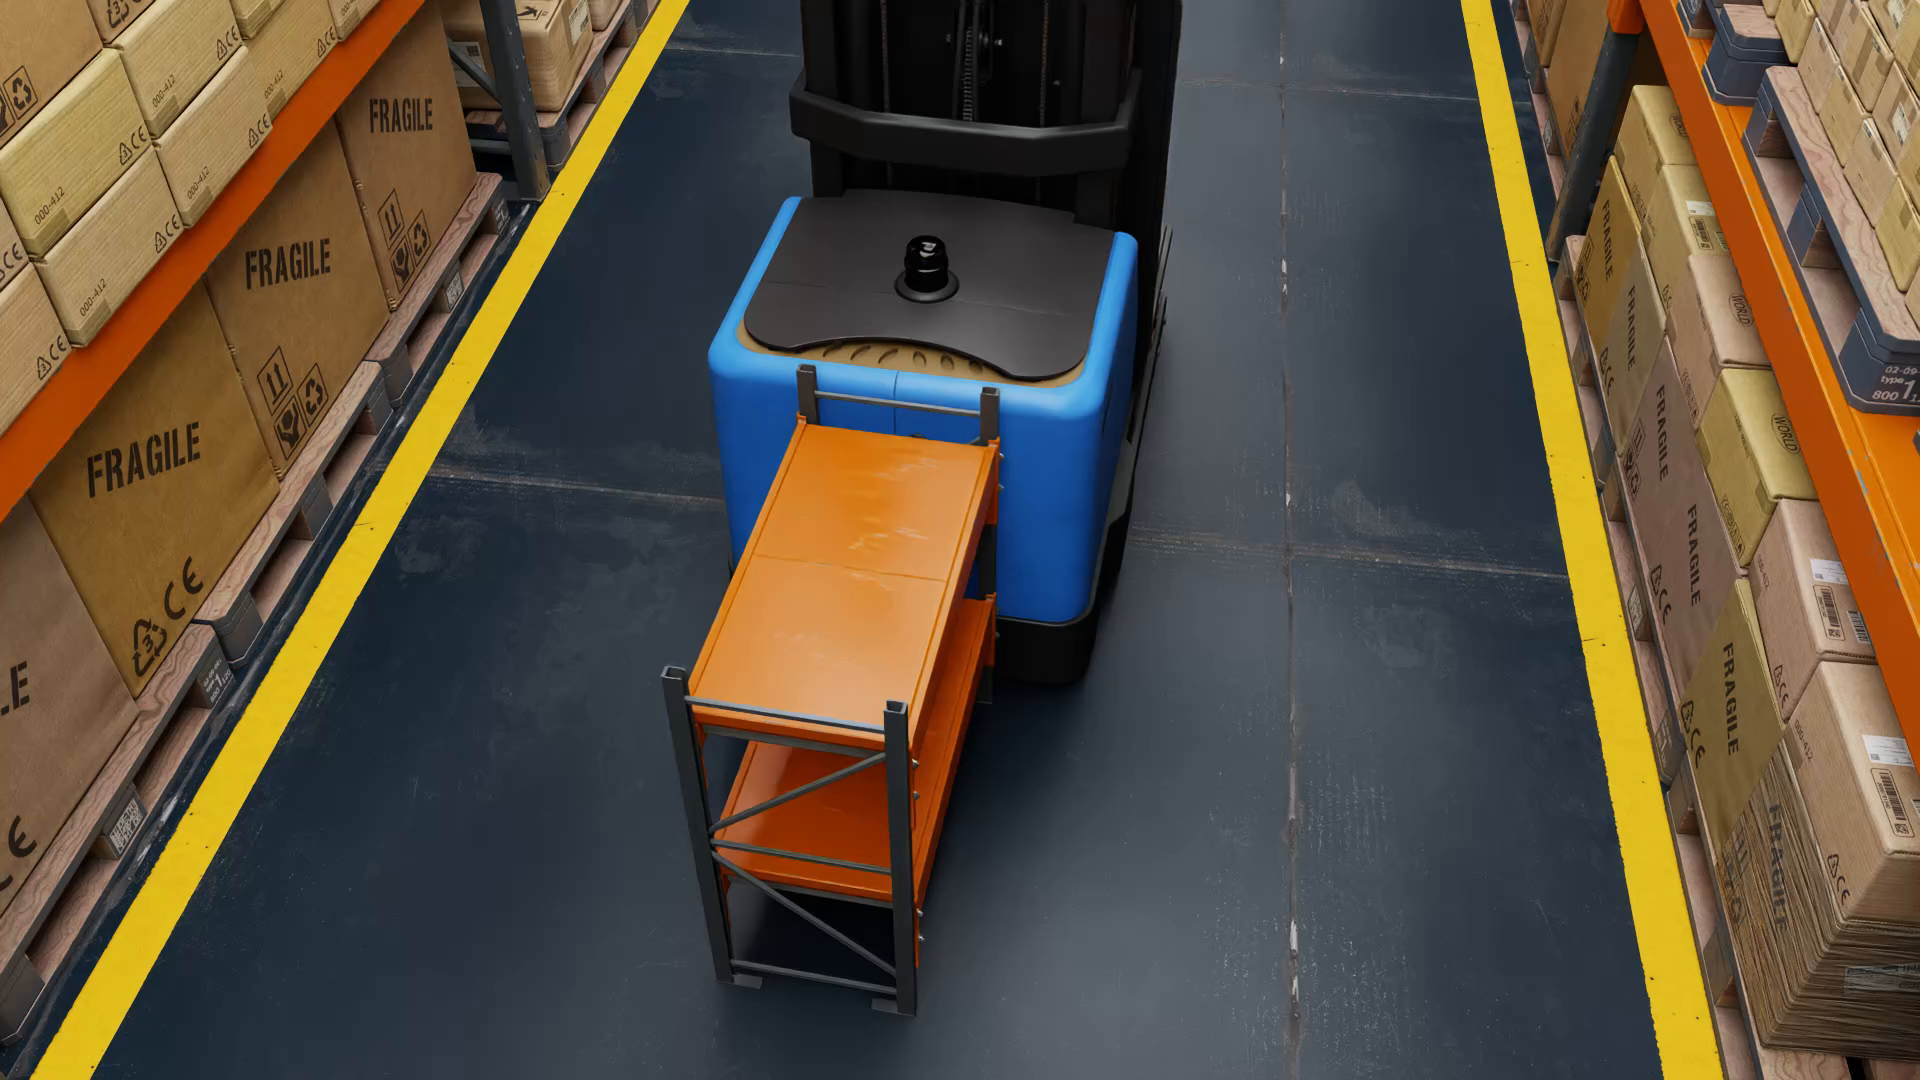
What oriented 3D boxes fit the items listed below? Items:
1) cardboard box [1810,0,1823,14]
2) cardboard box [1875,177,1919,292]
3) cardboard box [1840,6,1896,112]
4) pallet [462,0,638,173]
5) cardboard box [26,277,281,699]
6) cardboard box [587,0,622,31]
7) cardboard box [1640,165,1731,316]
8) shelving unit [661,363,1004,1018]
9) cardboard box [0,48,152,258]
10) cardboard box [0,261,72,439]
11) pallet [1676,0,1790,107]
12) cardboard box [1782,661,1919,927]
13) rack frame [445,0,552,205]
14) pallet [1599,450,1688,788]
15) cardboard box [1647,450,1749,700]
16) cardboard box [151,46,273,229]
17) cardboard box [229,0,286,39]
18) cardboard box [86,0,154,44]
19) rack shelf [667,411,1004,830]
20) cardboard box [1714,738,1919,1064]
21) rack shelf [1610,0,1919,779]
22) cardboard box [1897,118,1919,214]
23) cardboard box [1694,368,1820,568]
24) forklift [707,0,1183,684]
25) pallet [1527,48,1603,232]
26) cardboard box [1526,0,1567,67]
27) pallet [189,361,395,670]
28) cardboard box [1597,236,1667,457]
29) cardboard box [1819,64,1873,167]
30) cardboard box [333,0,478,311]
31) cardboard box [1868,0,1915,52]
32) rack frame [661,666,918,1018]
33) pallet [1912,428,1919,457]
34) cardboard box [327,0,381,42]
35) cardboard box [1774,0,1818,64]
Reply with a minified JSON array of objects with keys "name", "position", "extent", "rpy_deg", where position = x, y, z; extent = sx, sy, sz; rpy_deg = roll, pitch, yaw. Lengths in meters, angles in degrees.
[{"name":"cardboard box","position":[2.394,-1.461,4.272],"extent":[0.380,0.149,0.250],"rpy_deg":[5,44,6]},{"name":"cardboard box","position":[2.252,-0.654,3.637],"extent":[0.380,0.149,0.250],"rpy_deg":[7,44,7]},{"name":"cardboard box","position":[2.324,-1.123,3.915],"extent":[0.380,0.149,0.250],"rpy_deg":[5,44,5]},{"name":"pallet","position":[-2.060,-2.043,7.254],"extent":[1.003,0.211,1.213],"rpy_deg":[5,44,6]},{"name":"cardboard box","position":[-2.579,-0.224,4.545],"extent":[0.875,0.875,0.875],"rpy_deg":[6,44,7]},{"name":"cardboard box","position":[-1.990,-2.609,7.430],"extent":[0.950,0.372,0.625],"rpy_deg":[4,44,5]},{"name":"cardboard box","position":[2.357,-0.866,4.950],"extent":[0.500,0.250,0.500],"rpy_deg":[5,44,5]},{"name":"shelving unit","position":[-0.251,0.362,4.049],"extent":[0.538,1.125,1.048],"rpy_deg":[8,44,8]},{"name":"cardboard box","position":[-2.222,-0.898,3.762],"extent":[0.500,0.250,0.500],"rpy_deg":[6,44,6]},{"name":"cardboard box","position":[-2.307,-0.371,3.570],"extent":[0.500,0.250,0.500],"rpy_deg":[4,44,4]},{"name":"pallet","position":[2.767,-1.577,4.874],"extent":[1.213,0.211,1.003],"rpy_deg":[5,44,6]},{"name":"cardboard box","position":[2.074,0.536,3.469],"extent":[0.500,0.250,0.500],"rpy_deg":[4,44,4]},{"name":"rack frame","position":[-2.165,-2.523,5.733],"extent":[1.000,3.000,0.127],"rpy_deg":[5,44,6]},{"name":"pallet","position":[2.487,0.232,4.852],"extent":[1.003,0.211,1.213],"rpy_deg":[5,44,6]},{"name":"cardboard box","position":[2.215,0.113,4.462],"extent":[0.500,0.500,0.500],"rpy_deg":[4,44,5]},{"name":"cardboard box","position":[-2.148,-1.059,4.296],"extent":[0.500,0.250,0.500],"rpy_deg":[5,44,5]},{"name":"cardboard box","position":[-2.088,-1.597,4.500],"extent":[0.500,0.250,0.500],"rpy_deg":[4,44,4]},{"name":"cardboard box","position":[-2.180,-1.514,3.867],"extent":[0.500,0.500,0.500],"rpy_deg":[5,44,5]},{"name":"rack shelf","position":[-0.251,0.150,3.848],"extent":[0.538,0.278,1.000],"rpy_deg":[8,44,8]},{"name":"cardboard box","position":[2.075,0.812,3.724],"extent":[0.500,0.500,0.500],"rpy_deg":[4,44,5]},{"name":"rack shelf","position":[2.491,-0.518,4.139],"extent":[1.077,0.370,4.000],"rpy_deg":[5,44,6]},{"name":"cardboard box","position":[2.254,-0.773,3.546],"extent":[0.380,0.149,0.250],"rpy_deg":[5,44,6]},{"name":"cardboard box","position":[2.211,-0.174,4.220],"extent":[0.500,0.250,0.500],"rpy_deg":[3,44,4]},{"name":"forklift","position":[0.132,-1.681,4.893],"extent":[1.130,2.935,3.031],"rpy_deg":[8,44,8]},{"name":"pallet","position":[2.934,-1.660,6.850],"extent":[1.003,0.211,1.213],"rpy_deg":[5,44,6]},{"name":"cardboard box","position":[3.037,-2.481,7.019],"extent":[1.050,0.750,0.750],"rpy_deg":[6,44,6]},{"name":"pallet","position":[-2.507,-0.151,5.256],"extent":[1.003,0.211,1.213],"rpy_deg":[5,44,6]},{"name":"cardboard box","position":[2.346,-0.585,5.199],"extent":[0.500,0.500,0.500],"rpy_deg":[6,44,6]},{"name":"cardboard box","position":[2.323,-1.013,4.016],"extent":[0.380,0.149,0.250],"rpy_deg":[6,44,6]},{"name":"cardboard box","position":[-2.338,-1.441,5.830],"extent":[0.875,0.875,0.875],"rpy_deg":[5,44,5]},{"name":"cardboard box","position":[2.330,-1.226,3.808],"extent":[0.380,0.149,0.250],"rpy_deg":[6,44,7]},{"name":"rack frame","position":[-0.351,0.705,3.687],"extent":[0.500,1.125,0.032],"rpy_deg":[8,44,8]},{"name":"pallet","position":[2.472,0.146,3.054],"extent":[1.003,0.211,1.213],"rpy_deg":[5,44,6]},{"name":"cardboard box","position":[-2.026,-1.751,5.027],"extent":[0.500,0.250,0.500],"rpy_deg":[6,44,6]},{"name":"cardboard box","position":[2.391,-1.366,4.388],"extent":[0.380,0.149,0.250],"rpy_deg":[7,44,7]}]
